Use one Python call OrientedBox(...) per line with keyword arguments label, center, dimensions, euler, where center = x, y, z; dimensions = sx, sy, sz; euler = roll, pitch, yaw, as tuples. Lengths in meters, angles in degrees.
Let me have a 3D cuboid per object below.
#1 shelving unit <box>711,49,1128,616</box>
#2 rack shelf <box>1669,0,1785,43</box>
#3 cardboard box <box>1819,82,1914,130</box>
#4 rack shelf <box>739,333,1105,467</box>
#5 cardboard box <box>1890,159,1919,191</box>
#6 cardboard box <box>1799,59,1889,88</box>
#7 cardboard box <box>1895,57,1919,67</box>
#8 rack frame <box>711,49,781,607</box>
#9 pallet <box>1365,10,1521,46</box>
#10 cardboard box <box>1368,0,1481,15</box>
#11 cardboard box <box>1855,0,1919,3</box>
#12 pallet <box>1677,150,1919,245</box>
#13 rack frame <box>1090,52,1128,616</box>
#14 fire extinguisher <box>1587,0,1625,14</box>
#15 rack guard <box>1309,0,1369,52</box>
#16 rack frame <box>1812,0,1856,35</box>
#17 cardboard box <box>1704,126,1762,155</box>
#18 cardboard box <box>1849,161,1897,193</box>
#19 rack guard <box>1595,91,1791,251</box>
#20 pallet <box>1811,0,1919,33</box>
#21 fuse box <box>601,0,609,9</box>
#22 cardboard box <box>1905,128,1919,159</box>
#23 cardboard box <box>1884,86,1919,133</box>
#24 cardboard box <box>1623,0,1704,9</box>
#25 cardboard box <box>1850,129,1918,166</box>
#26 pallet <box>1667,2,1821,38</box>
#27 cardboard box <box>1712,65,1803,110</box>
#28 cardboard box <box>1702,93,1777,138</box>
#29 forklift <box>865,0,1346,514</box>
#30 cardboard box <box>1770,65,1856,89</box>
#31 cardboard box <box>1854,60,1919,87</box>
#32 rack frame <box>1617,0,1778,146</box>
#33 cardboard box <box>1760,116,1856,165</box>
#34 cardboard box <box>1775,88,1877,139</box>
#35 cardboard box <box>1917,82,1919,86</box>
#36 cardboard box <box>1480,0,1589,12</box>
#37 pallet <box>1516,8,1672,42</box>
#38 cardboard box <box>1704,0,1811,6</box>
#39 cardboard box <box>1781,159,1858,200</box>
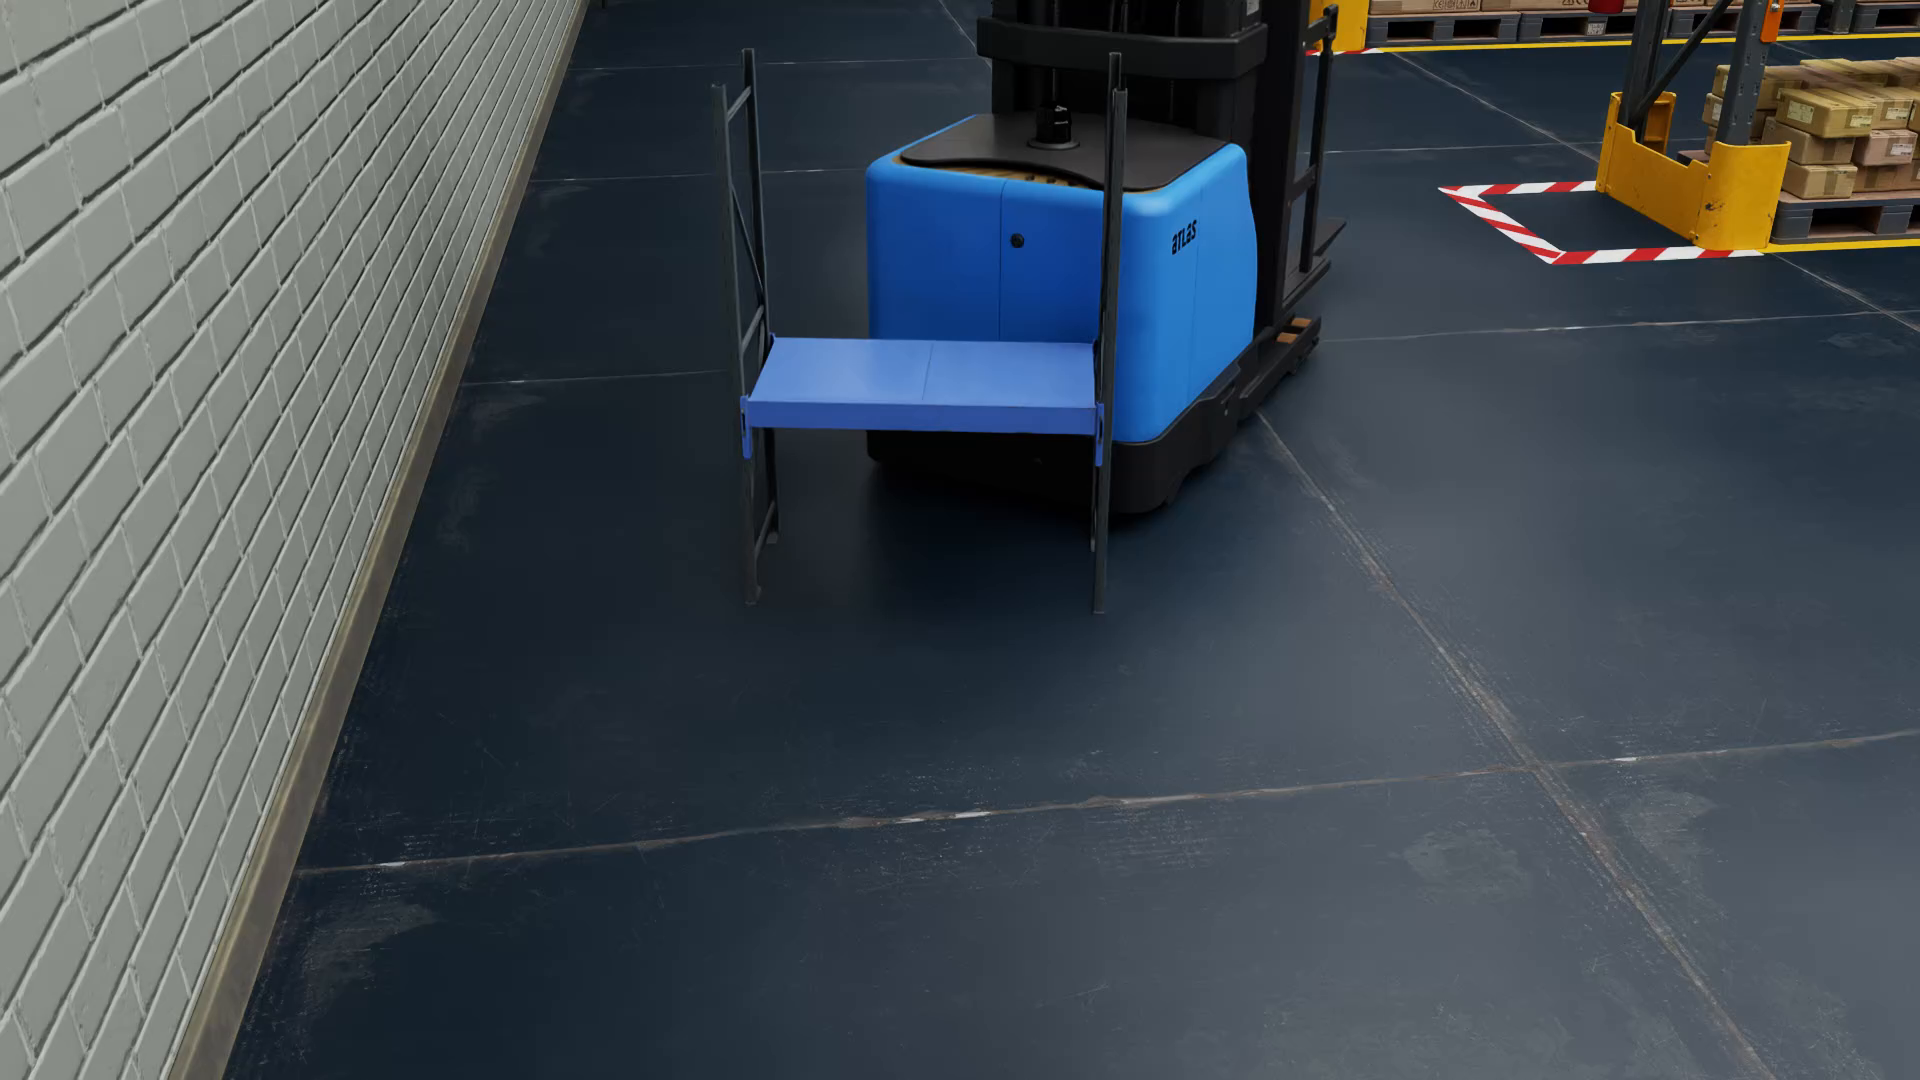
OrientedBox(label="shelving unit", center=(-0.093, -0.574, 4.727), dimensions=(1.048, 1.500, 0.538), euler=(1, 27, 3))
OrientedBox(label="rack shelf", center=(5.553, -2.787, 8.184), dimensions=(4.000, 0.370, 1.077), euler=(-4, 27, -7))
OrientedBox(label="cardboard box", center=(4.395, -2.115, 8.097), dimensions=(0.250, 0.149, 0.380), euler=(-3, 27, -6))
OrientedBox(label="rack shelf", center=(-0.093, -0.414, 4.809), dimensions=(1.000, 0.185, 0.538), euler=(1, 27, 3))
OrientedBox(label="cardboard box", center=(4.629, -1.860, 8.251), dimensions=(0.250, 0.149, 0.380), euler=(-3, 27, -7))
OrientedBox(label="cardboard box", center=(4.557, -2.375, 8.605), dimensions=(0.250, 0.149, 0.380), euler=(-4, 27, -8))
OrientedBox(label="cardboard box", center=(5.081, -2.405, 8.663), dimensions=(0.250, 0.149, 0.380), euler=(-3, 27, -5))
OrientedBox(label="rack frame", center=(-0.600, -0.587, 4.750), dimensions=(0.032, 1.500, 0.500), euler=(1, 27, 3))
OrientedBox(label="pallet", center=(3.564, -4.057, 12.925), dimensions=(1.213, 0.211, 1.003), euler=(-4, 27, -7))
OrientedBox(label="cardboard box", center=(3.422, -4.345, 12.780), dimensions=(0.875, 0.438, 0.875), euler=(-5, 28, -9))
OrientedBox(label="cardboard box", center=(7.347, -4.783, 13.153), dimensions=(0.875, 0.875, 0.875), euler=(-3, 27, -6))
OrientedBox(label="pallet", center=(4.457, -1.780, 8.488), dimensions=(1.213, 0.211, 1.003), euler=(-4, 27, -7))
OrientedBox(label="rack frame", center=(0.415, -0.562, 4.703), dimensions=(0.032, 1.500, 0.500), euler=(1, 27, 3))
OrientedBox(label="fire extinguisher", center=(3.259, -2.972, 8.250), dimensions=(0.183, 0.674, 0.296), euler=(-4, 27, -7))
OrientedBox(label="rack guard", center=(2.759, -4.098, 12.688), dimensions=(0.348, 0.500, 1.175), euler=(-4, 27, -7))
OrientedBox(label="rack frame", center=(6.744, -5.466, 12.616), dimensions=(0.127, 3.000, 1.000), euler=(-4, 27, -7))
OrientedBox(label="cardboard box", center=(4.065, -2.026, 8.576), dimensions=(0.250, 0.149, 0.380), euler=(-3, 27, -6))
OrientedBox(label="cardboard box", center=(4.384, -1.841, 8.214), dimensions=(0.250, 0.149, 0.380), euler=(-4, 27, -7))
OrientedBox(label="rack guard", center=(3.648, -1.873, 8.352), dimensions=(0.348, 0.500, 1.175), euler=(-4, 27, -7))
OrientedBox(label="pallet", center=(7.497, -4.308, 13.415), dimensions=(1.213, 0.211, 1.003), euler=(-4, 27, -7))
OrientedBox(label="fuse box", center=(-2.946, -5.228, 13.564), dimensions=(0.414, 1.711, 0.539), euler=(-4, 27, -7))
OrientedBox(label="cardboard box", center=(4.636, -1.996, 8.190), dimensions=(0.250, 0.149, 0.380), euler=(-3, 27, -6))
OrientedBox(label="cardboard box", center=(4.662, -2.073, 8.015), dimensions=(0.250, 0.149, 0.380), euler=(-4, 27, -7))
OrientedBox(label="cardboard box", center=(5.221, -4.464, 13.011), dimensions=(0.875, 0.438, 0.875), euler=(-4, 27, -9))
OrientedBox(label="cardboard box", center=(4.406, -1.940, 8.082), dimensions=(0.250, 0.149, 0.380), euler=(-4, 27, -7))
OrientedBox(label="pallet", center=(5.980, -4.212, 13.228), dimensions=(1.213, 0.211, 1.003), euler=(-4, 27, -7))
OrientedBox(label="cardboard box", center=(4.062, -2.311, 8.480), dimensions=(0.250, 0.149, 0.380), euler=(-3, 27, -7))
OrientedBox(label="cardboard box", center=(4.055, -2.193, 8.576), dimensions=(0.250, 0.149, 0.380), euler=(-4, 27, -8))
OrientedBox(label="forklift", center=(0.794, -2.031, 5.997), dimensions=(1.130, 2.935, 3.031), euler=(13, 30, 23))
OrientedBox(label="cardboard box", center=(4.318, -2.301, 8.461), dimensions=(0.250, 0.149, 0.380), euler=(-3, 27, -6))
OrientedBox(label="cardboard box", center=(4.822, -2.363, 8.581), dimensions=(0.250, 0.149, 0.380), euler=(-5, 28, -9))
OrientedBox(label="rack frame", center=(3.573, -2.980, 7.772), dimensions=(0.127, 3.000, 1.000), euler=(-4, 27, -7))
OrientedBox(label="cardboard box", center=(4.127, -1.948, 8.098), dimensions=(0.250, 0.149, 0.380), euler=(-3, 27, -5))
OrientedBox(label="cardboard box", center=(4.139, -2.043, 7.957), dimensions=(0.250, 0.149, 0.380), euler=(-5, 28, -9))
OrientedBox(label="cardboard box", center=(4.896, -2.126, 8.119), dimensions=(0.250, 0.149, 0.380), euler=(-5, 28, -10))
OrientedBox(label="cardboard box", center=(4.328, -4.407, 12.900), dimensions=(0.875, 0.438, 0.875), euler=(-3, 27, -6))
OrientedBox(label="pallet", center=(4.769, -4.133, 13.074), dimensions=(1.213, 0.211, 1.003), euler=(-4, 27, -7))
OrientedBox(label="cardboard box", center=(6.107, -4.521, 13.122), dimensions=(0.875, 0.438, 0.875), euler=(-4, 27, -8))
OrientedBox(label="cardboard box", center=(4.136, -1.787, 8.110), dimensions=(0.250, 0.149, 0.380), euler=(-3, 27, -6))
